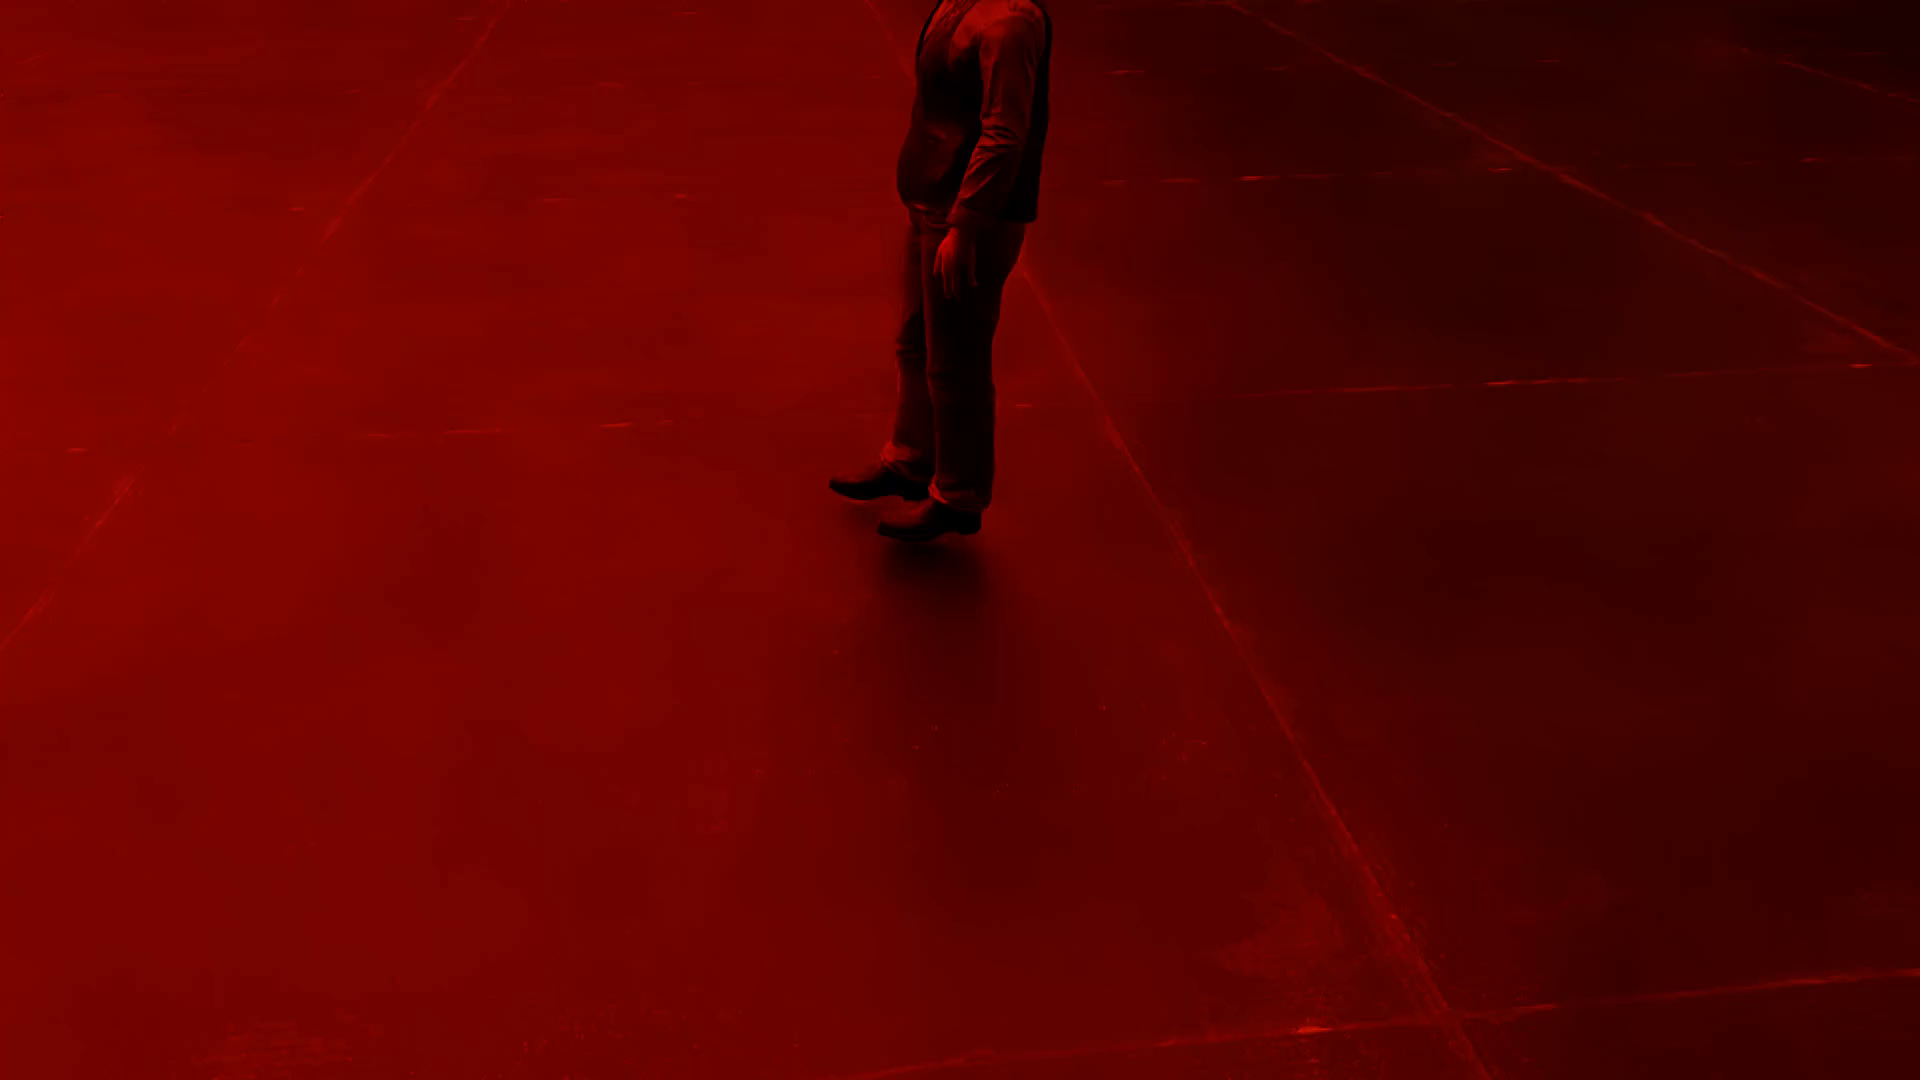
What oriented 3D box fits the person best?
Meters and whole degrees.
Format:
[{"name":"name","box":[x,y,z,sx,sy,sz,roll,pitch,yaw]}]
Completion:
[{"name":"person","box":[-0.063,-0.818,4.212,0.567,1.720,0.632,-3,26,-7]}]
